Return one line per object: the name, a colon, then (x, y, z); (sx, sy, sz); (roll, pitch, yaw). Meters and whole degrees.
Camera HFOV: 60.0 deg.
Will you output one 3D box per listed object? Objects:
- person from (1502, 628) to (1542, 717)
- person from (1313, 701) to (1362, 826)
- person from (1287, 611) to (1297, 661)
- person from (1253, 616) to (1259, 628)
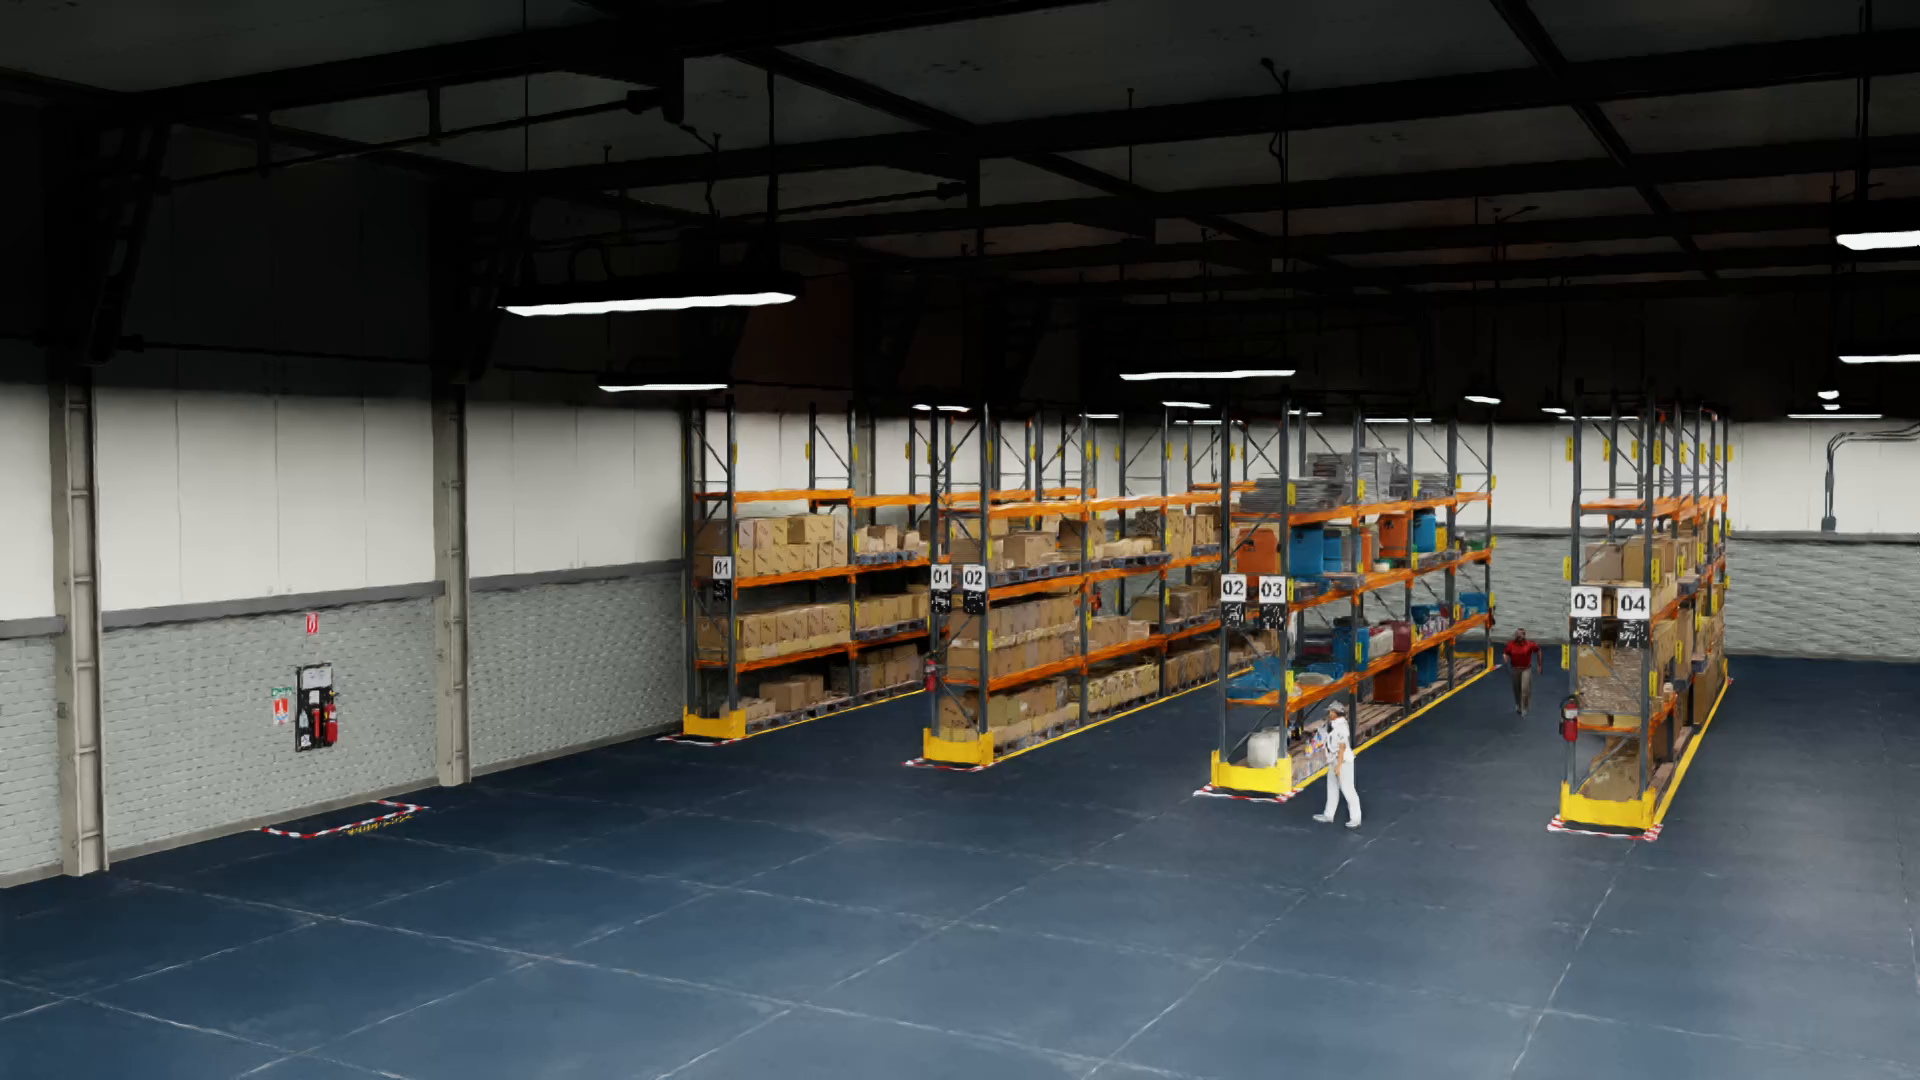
person: (10.731, 2.500, 31.813); (0.686, 1.664, 0.867); (2, 4, 33)
person: (5.095, 2.994, 22.402); (0.609, 1.650, 0.614); (0, 3, 5)
person: (7.649, 2.146, 38.140); (0.416, 1.677, 0.537); (0, 3, -2)
person: (7.966, 1.867, 44.909); (0.417, 1.517, 1.036); (2, 3, 31)
